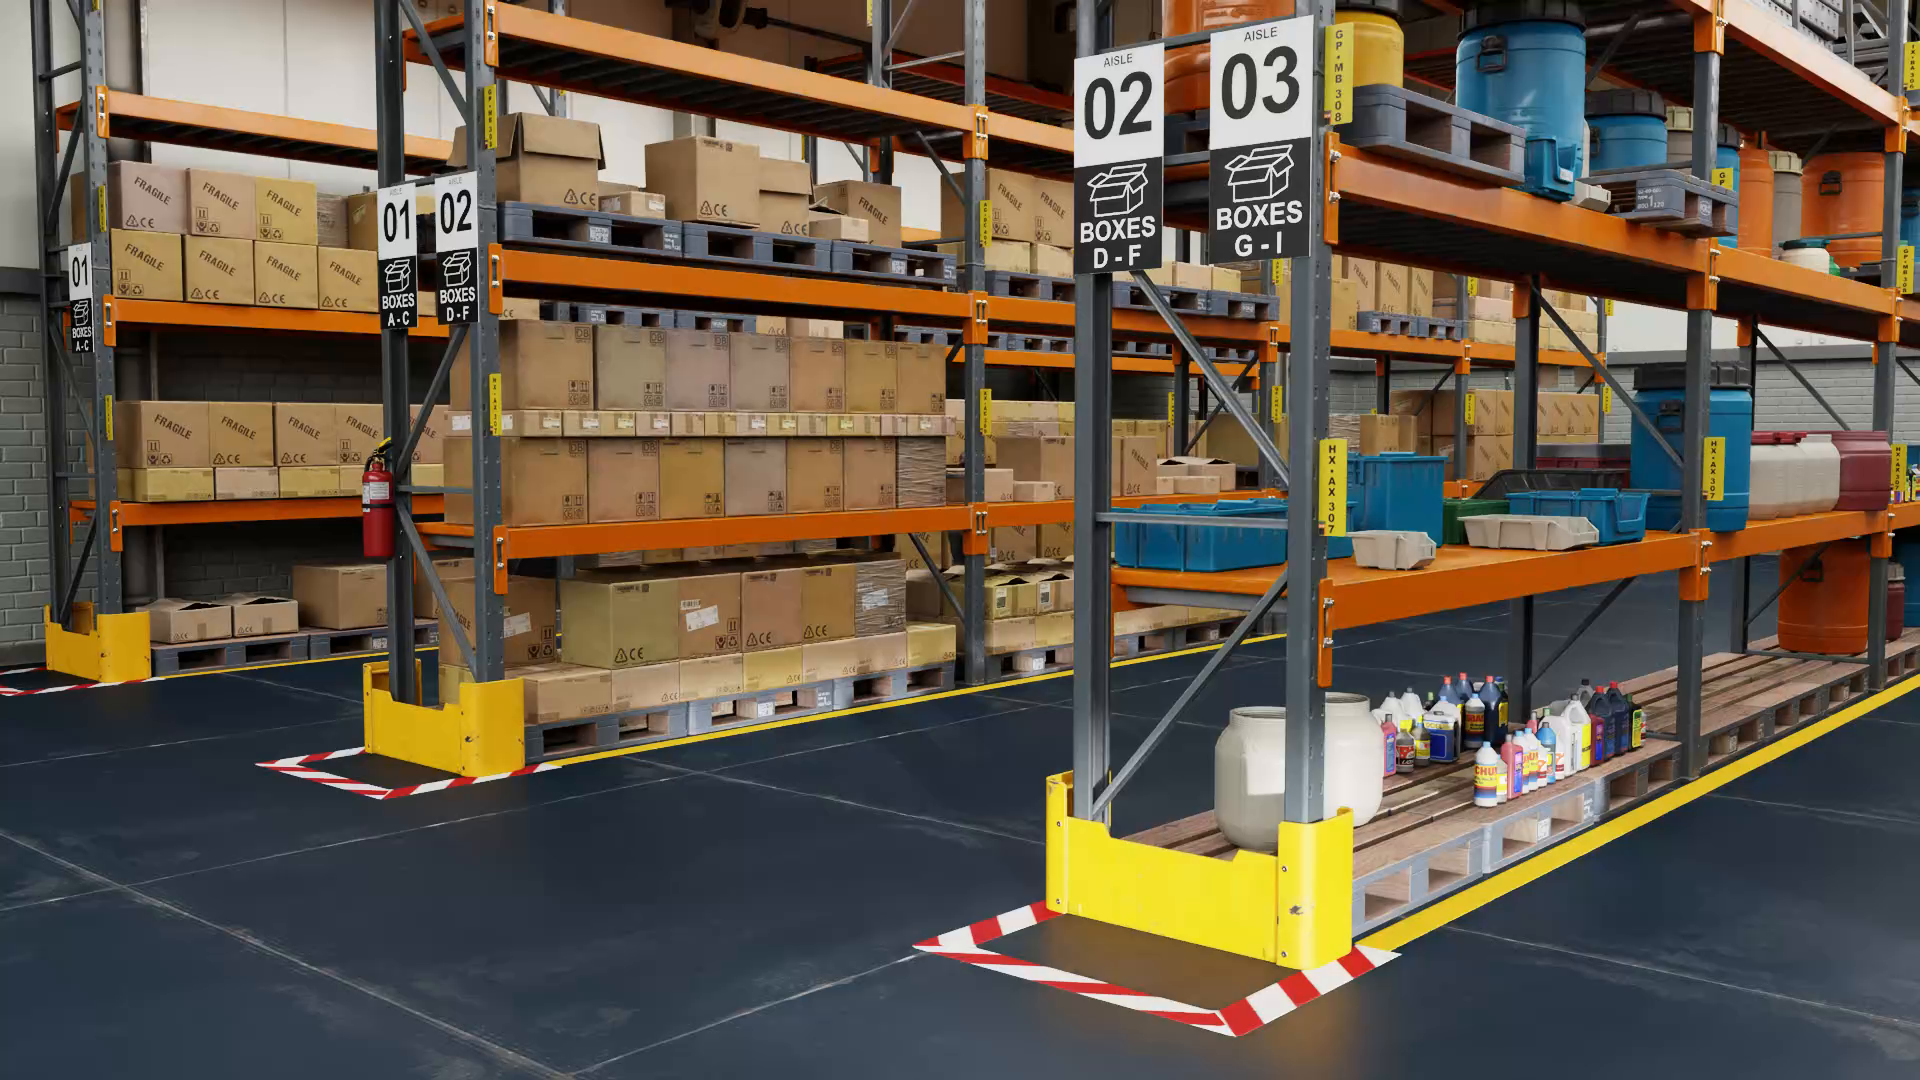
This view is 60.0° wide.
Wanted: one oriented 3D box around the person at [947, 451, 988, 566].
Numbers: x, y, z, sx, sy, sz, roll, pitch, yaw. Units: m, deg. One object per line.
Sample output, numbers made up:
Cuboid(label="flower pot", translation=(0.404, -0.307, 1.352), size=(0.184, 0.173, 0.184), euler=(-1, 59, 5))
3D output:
Cuboid(label="person", translation=(0.073, -0.104, 17.165), size=(0.530, 1.654, 0.352), euler=(3, 5, 37))
